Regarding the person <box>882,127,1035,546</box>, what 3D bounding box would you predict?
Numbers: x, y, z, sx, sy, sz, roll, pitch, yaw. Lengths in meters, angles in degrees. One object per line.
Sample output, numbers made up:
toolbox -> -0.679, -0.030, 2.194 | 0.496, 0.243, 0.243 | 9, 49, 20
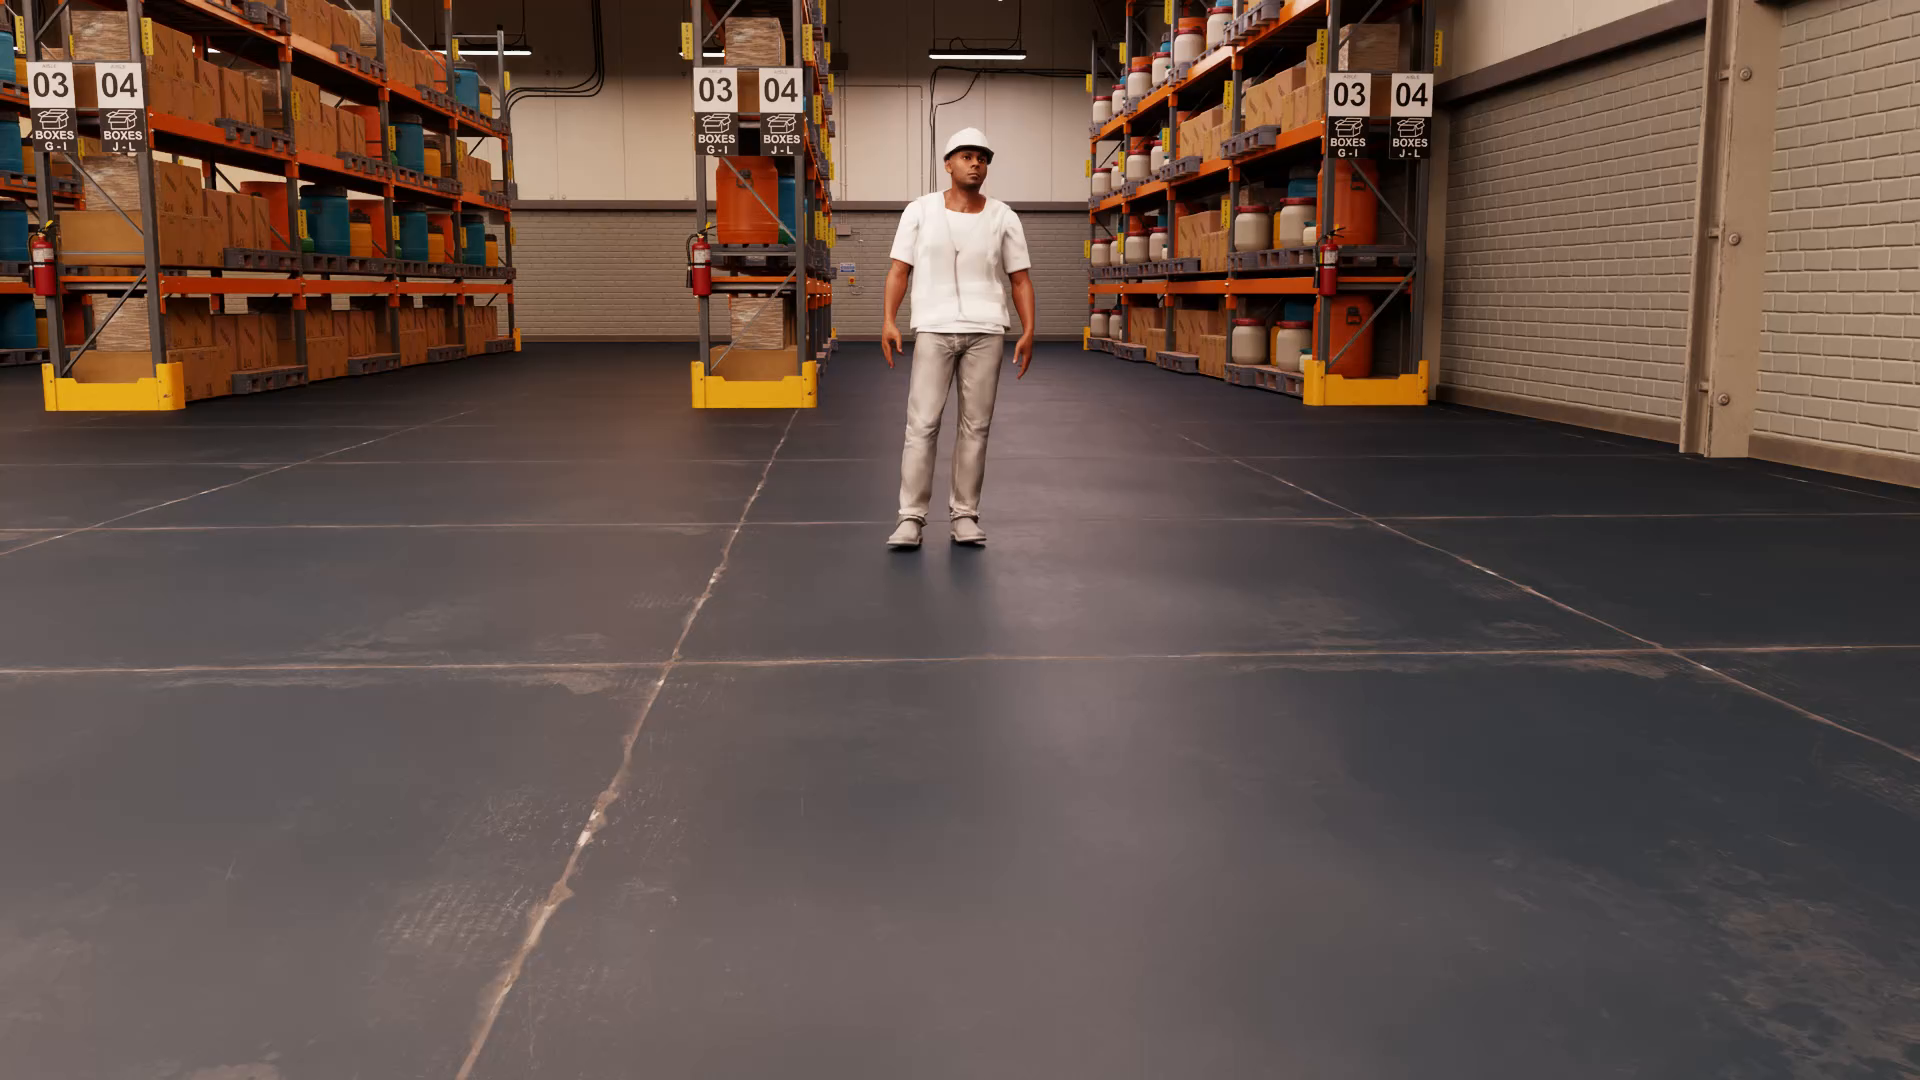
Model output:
person -> -0.001, -0.870, 7.110 | 0.665, 1.768, 0.575 | -1, 8, -4
